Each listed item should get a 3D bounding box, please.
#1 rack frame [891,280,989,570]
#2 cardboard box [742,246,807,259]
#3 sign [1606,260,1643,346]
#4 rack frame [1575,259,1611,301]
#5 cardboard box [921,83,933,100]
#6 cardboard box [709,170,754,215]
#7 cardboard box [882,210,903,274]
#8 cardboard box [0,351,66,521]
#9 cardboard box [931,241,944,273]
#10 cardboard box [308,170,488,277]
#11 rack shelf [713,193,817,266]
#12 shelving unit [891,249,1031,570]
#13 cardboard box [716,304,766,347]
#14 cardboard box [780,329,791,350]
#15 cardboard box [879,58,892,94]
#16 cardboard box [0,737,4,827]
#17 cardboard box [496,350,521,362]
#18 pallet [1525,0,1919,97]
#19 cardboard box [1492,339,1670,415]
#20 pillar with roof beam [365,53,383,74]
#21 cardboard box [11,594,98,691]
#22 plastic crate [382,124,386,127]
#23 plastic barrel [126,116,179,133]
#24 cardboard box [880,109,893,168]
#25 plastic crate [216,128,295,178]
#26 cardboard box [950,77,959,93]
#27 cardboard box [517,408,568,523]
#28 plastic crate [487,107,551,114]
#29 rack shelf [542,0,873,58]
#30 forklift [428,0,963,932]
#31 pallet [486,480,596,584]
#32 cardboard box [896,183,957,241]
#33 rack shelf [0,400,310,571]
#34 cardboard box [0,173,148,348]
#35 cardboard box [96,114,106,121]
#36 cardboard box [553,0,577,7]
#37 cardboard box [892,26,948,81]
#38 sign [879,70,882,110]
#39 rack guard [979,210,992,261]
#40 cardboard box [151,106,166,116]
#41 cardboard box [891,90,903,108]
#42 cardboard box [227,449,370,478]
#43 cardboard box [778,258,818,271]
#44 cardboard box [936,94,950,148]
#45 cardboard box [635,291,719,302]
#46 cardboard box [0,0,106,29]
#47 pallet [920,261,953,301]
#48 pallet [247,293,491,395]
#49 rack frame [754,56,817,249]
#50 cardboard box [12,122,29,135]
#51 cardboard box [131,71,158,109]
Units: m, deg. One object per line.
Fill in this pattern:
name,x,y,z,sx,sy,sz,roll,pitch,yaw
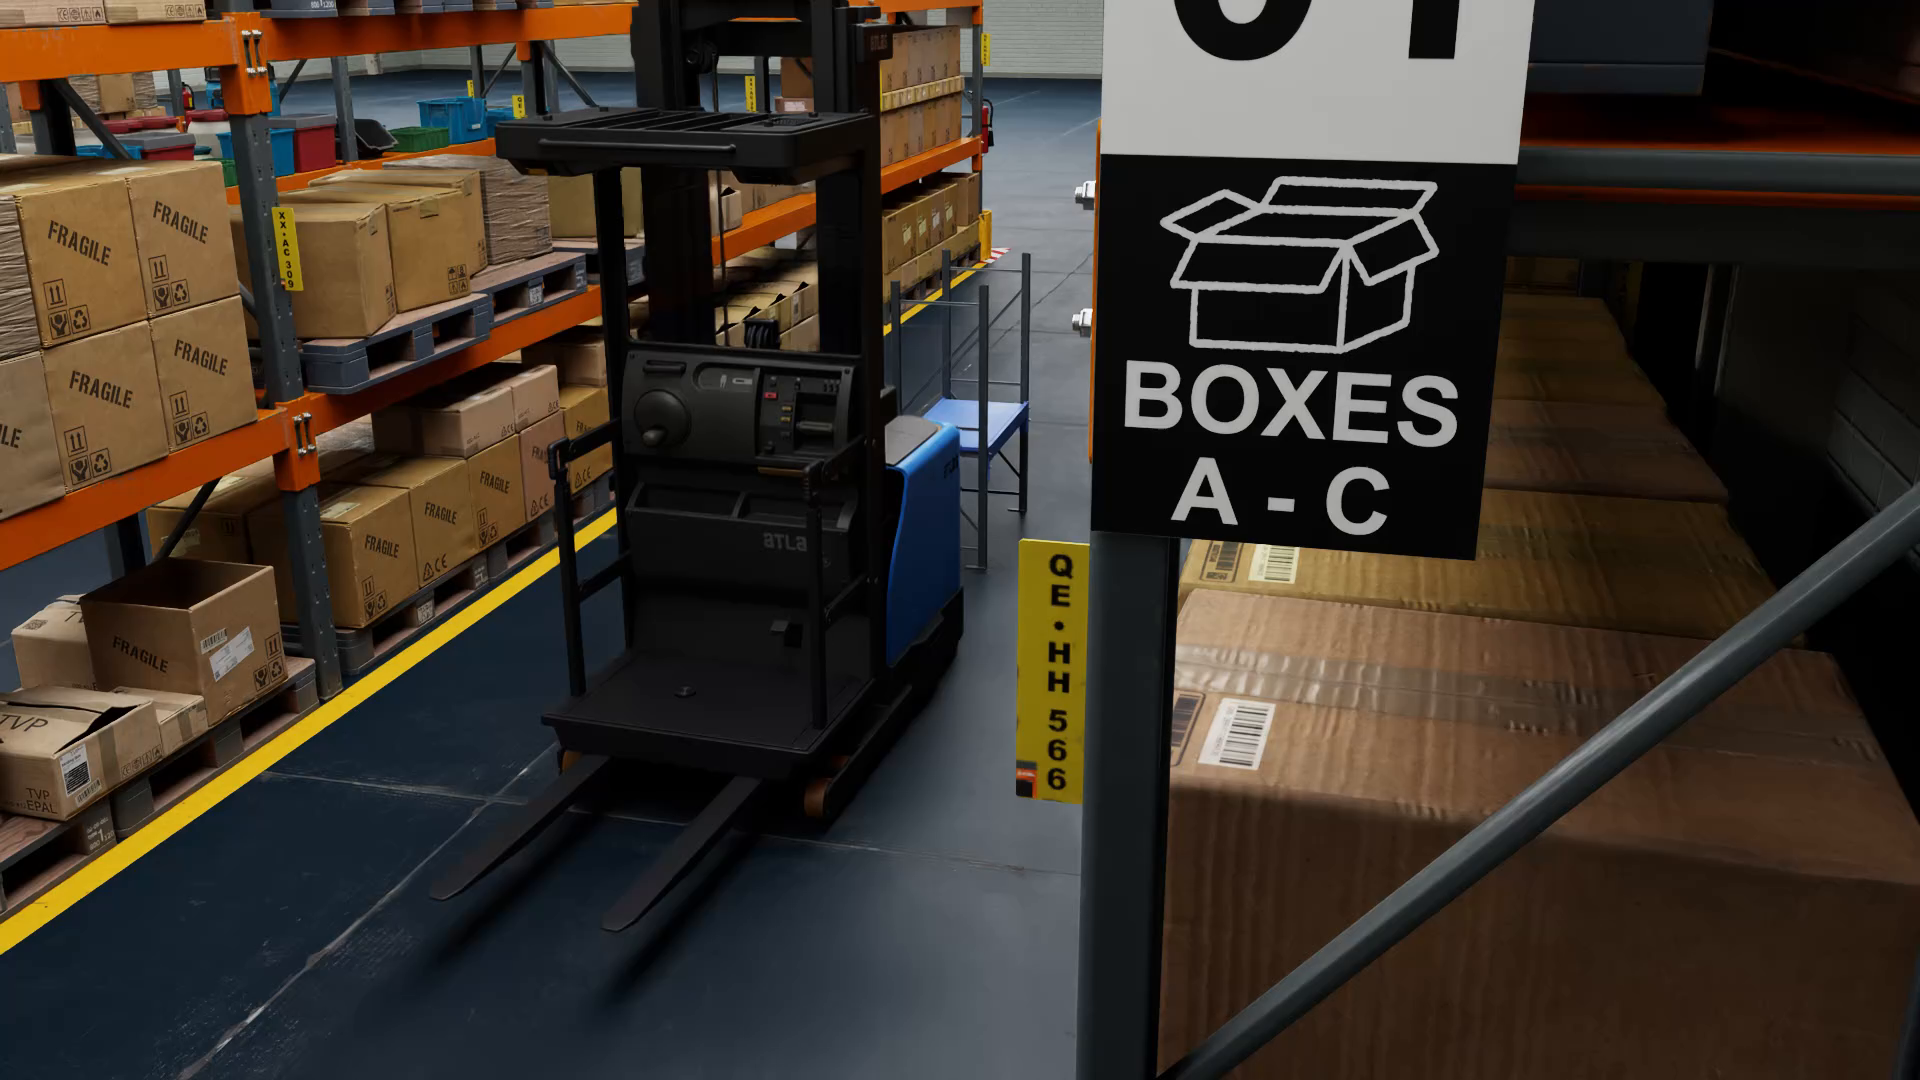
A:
rack frame,-0.103,-0.577,8.557,0.500,1.500,0.032,5,19,13
cardboard box,-1.577,-2.340,14.135,0.500,0.311,0.500,5,19,14
sign,2.154,-0.793,5.408,0.100,0.325,0.005,5,19,13
rack frame,1.616,-0.390,5.688,1.000,3.000,0.127,5,19,13
cardboard box,-0.480,-4.354,16.137,0.380,0.149,0.250,5,20,15
cardboard box,-1.817,-2.608,12.027,0.500,0.500,0.500,4,19,10
cardboard box,-0.817,-2.660,14.779,0.500,0.500,0.500,5,19,13
cardboard box,-3.310,-0.327,5.350,0.500,0.500,0.500,5,20,15
cardboard box,-0.456,-2.776,16.278,0.500,0.250,0.500,5,19,13
cardboard box,-2.817,-1.584,8.381,0.700,0.500,0.500,0,19,-1
rack shelf,-1.723,-2.320,12.452,1.077,0.370,4.000,5,19,13
shelving unit,0.021,-0.736,9.023,0.538,1.500,1.048,5,19,13
cardboard box,-1.678,-1.503,11.683,0.500,0.311,0.500,4,19,12
cardboard box,-1.555,-1.393,12.229,0.500,0.250,0.500,4,19,12
cardboard box,-1.010,-4.246,14.817,0.700,0.500,0.500,5,19,13
cardboard box,-3.643,0.783,5.437,0.797,0.503,0.637,5,19,13
cardboard box,-2.600,-0.939,10.481,0.500,0.500,0.500,6,20,16
pallet,0.810,-0.747,2.230,1.003,0.211,1.213,5,19,13
cardboard box,1.284,-0.134,4.477,0.980,0.700,0.700,4,19,12
pillar with roof beam,-13.826,-18.253,48.704,9.100,9.000,0.400,5,19,13
cardboard box,-3.501,0.399,6.858,0.500,0.311,0.500,5,19,13
plastic crate,-6.029,-3.977,16.422,0.499,0.251,0.616,5,19,13
plastic barrel,-6.662,-3.231,13.797,0.433,0.535,0.433,0,19,0
cardboard box,-1.009,-3.640,15.049,0.700,0.500,0.500,4,19,13
plastic crate,-6.004,-3.302,14.238,0.392,0.384,0.575,5,19,13
cardboard box,-0.228,-4.678,17.085,0.380,0.149,0.250,5,20,15
cardboard box,-2.461,-0.420,8.963,0.500,0.500,0.500,4,19,11
plastic crate,-4.891,-4.682,18.486,0.499,0.251,0.616,5,19,13
rack shelf,-1.723,-3.739,11.967,1.077,0.370,4.000,5,19,13
forklift,-0.906,-0.492,6.092,1.130,2.935,3.031,6,20,16
pallet,-2.731,-0.102,9.158,1.003,0.211,1.213,5,19,13
cardboard box,-0.329,-3.287,16.615,0.500,0.500,0.500,5,19,13
rack shelf,-3.677,0.188,5.111,1.077,0.370,4.000,5,19,13
cardboard box,-3.184,-0.960,5.657,0.500,0.500,0.500,4,19,12
cardboard box,-9.982,-4.787,18.950,0.380,0.149,0.250,5,19,13
cardboard box,-2.537,-3.038,8.646,0.910,0.500,0.500,5,19,13
cardboard box,-0.519,-4.875,16.658,0.700,0.500,0.500,4,19,12
sign,-0.706,-3.758,13.880,0.100,0.325,0.005,5,19,13
rack guard,-0.251,-3.365,18.267,1.175,0.500,0.348,5,19,13
cardboard box,-9.731,-5.100,19.866,0.380,0.149,0.250,5,19,13
cardboard box,-0.732,-4.031,15.189,0.380,0.149,0.250,4,19,12
cardboard box,-3.217,-0.137,8.133,0.500,0.500,0.500,5,19,14
cardboard box,-1.176,-2.137,13.540,0.500,0.311,0.500,5,20,15
cardboard box,-0.507,-4.278,16.917,0.700,0.500,0.500,5,20,15
cardboard box,-2.075,-1.701,12.265,0.500,0.311,0.500,5,19,13
cardboard box,-3.182,-1.799,5.405,0.500,0.250,0.500,5,19,13
pallet,-0.703,-2.597,16.464,1.003,0.211,1.213,5,19,13
pallet,-2.888,-0.931,7.569,1.003,0.211,1.213,5,19,13
rack frame,-1.234,-3.287,14.171,1.000,3.000,0.127,5,19,13
cardboard box,-10.213,-4.389,17.786,0.380,0.149,0.250,5,19,13
cardboard box,-10.023,-5.342,19.573,0.875,0.500,0.500,5,19,13
